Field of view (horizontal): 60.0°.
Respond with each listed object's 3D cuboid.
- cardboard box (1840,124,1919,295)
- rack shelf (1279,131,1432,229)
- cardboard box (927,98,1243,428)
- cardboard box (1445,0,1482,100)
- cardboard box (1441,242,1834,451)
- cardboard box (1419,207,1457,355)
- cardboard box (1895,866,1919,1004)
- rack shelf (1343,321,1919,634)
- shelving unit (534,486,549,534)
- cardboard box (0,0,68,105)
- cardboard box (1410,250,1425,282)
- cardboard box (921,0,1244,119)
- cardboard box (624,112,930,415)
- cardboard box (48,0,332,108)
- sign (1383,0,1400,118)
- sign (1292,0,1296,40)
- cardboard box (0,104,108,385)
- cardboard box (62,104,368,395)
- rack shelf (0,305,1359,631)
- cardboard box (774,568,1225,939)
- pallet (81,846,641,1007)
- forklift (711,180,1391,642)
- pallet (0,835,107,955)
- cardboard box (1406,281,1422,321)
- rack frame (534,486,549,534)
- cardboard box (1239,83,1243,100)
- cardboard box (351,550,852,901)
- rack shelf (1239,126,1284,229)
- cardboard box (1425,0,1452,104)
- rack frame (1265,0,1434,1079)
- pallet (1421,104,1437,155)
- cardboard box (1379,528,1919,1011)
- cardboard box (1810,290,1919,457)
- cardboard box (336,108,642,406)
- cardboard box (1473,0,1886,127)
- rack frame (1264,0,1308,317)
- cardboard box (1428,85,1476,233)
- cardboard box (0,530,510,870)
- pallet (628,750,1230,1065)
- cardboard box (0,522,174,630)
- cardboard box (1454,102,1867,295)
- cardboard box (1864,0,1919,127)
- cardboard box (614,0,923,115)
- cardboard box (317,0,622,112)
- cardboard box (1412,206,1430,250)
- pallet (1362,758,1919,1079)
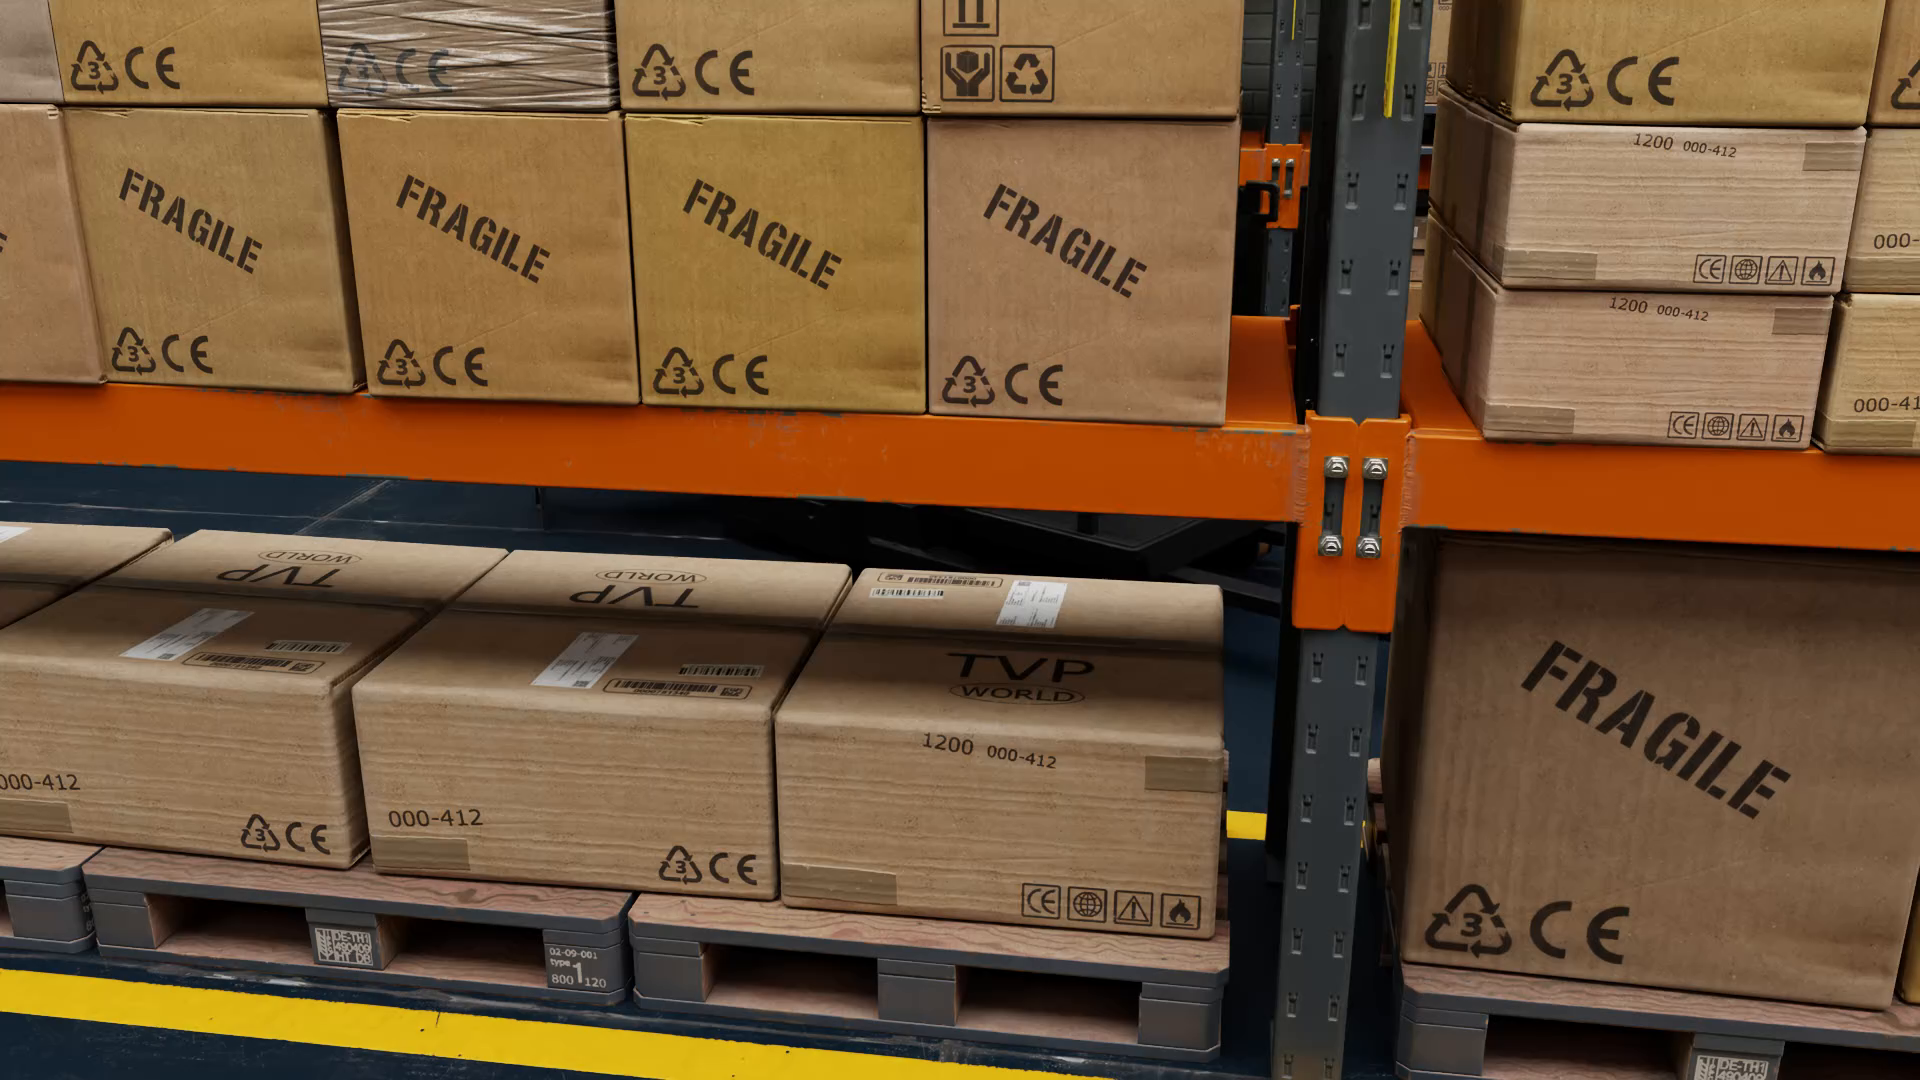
[{"bbox_3d":[1.642,-0.560,2.699,0.500,0.250,0.500,3,19,10],"label":"cardboard box"},{"bbox_3d":[3.491,-1.636,7.598,4.000,0.370,1.077,3,19,9],"label":"rack shelf"},{"bbox_3d":[0.234,-0.513,2.951,0.500,0.500,0.500,3,19,9],"label":"cardboard box"},{"bbox_3d":[1.214,-1.100,3.130,0.500,0.500,0.500,4,19,10],"label":"cardboard box"},{"bbox_3d":[1.125,-0.346,2.847,0.500,0.250,0.500,2,19,7],"label":"cardboard box"},{"bbox_3d":[1.216,-0.508,3.329,0.500,0.250,0.500,2,19,7],"label":"cardboard box"},{"bbox_3d":[2.251,0.335,3.260,0.875,0.875,0.875,3,19,10],"label":"cardboard box"},{"bbox_3d":[2.707,-0.080,2.950,4.000,0.370,1.077,3,19,9],"label":"rack shelf"},{"bbox_3d":[-1.297,-0.831,6.422,0.755,1.500,0.431,-6,19,-17],"label":"shelving unit"},{"bbox_3d":[-1.767,-1.084,3.084,0.500,0.500,0.500,3,19,8],"label":"cardboard box"},{"bbox_3d":[2.114,-1.308,7.739,0.250,0.149,0.380,2,19,7],"label":"cardboard box"},{"bbox_3d":[0.223,-0.981,2.774,0.500,0.500,0.500,3,19,8],"label":"cardboard box"},{"bbox_3d":[-0.275,-0.537,3.023,0.500,0.500,0.500,2,19,7],"label":"cardboard box"},{"bbox_3d":[-1.275,-1.060,3.009,0.500,0.500,0.500,3,19,9],"label":"cardboard box"},{"bbox_3d":[0.646,-0.796,2.467,0.005,0.325,0.100,3,19,9],"label":"sign"},{"bbox_3d":[1.438,-2.318,7.138,0.005,0.325,0.100,3,19,9],"label":"sign"},{"bbox_3d":[-1.785,-0.609,3.238,0.500,0.500,0.500,3,19,8],"label":"cardboard box"},{"bbox_3d":[-1.288,-0.589,3.178,0.500,0.500,0.500,4,19,10],"label":"cardboard box"},{"bbox_3d":[-1.242,-0.282,3.552,4.000,0.370,1.077,3,19,9],"label":"rack shelf"},{"bbox_3d":[0.130,0.428,3.671,0.875,0.438,0.875,3,19,8],"label":"cardboard box"},{"bbox_3d":[-1.214,0.677,3.948,1.213,0.211,1.003,3,19,9],"label":"pallet"},{"bbox_3d":[0.508,-1.245,5.406,3.031,2.935,1.130,15,23,37],"label":"forklift"},{"bbox_3d":[-2.415,0.615,4.134,1.213,0.211,1.003,3,19,9],"label":"pallet"},{"bbox_3d":[1.958,-0.996,7.831,0.500,0.500,0.500,4,19,11],"label":"cardboard box"},{"bbox_3d":[-1.646,-0.795,6.317,0.023,1.500,0.400,-6,19,-17],"label":"rack frame"},{"bbox_3d":[0.311,-0.675,3.436,0.500,0.500,0.500,4,19,10],"label":"cardboard box"},{"bbox_3d":[-0.754,0.384,3.805,0.875,0.438,0.875,2,19,7],"label":"cardboard box"},{"bbox_3d":[-0.458,-1.837,8.200,4.000,0.370,1.077,3,19,9],"label":"rack shelf"},{"bbox_3d":[1.958,-2.230,7.420,0.500,0.500,0.700,3,19,10],"label":"cardboard box"},{"bbox_3d":[0.733,-0.522,3.137,0.127,3.000,1.000,3,19,9],"label":"rack frame"},{"bbox_3d":[2.288,-1.912,7.593,1.213,0.211,1.003,3,19,9],"label":"pallet"},{"bbox_3d":[1.358,0.292,3.389,0.875,0.875,0.875,4,19,10],"label":"cardboard box"},{"bbox_3d":[1.636,-0.321,2.771,0.500,0.250,0.500,2,19,7],"label":"cardboard box"},{"bbox_3d":[-0.773,-0.558,3.085,0.500,0.500,0.500,3,19,8],"label":"cardboard box"},{"bbox_3d":[1.122,-0.932,2.627,0.500,0.500,0.500,3,19,9],"label":"cardboard box"},{"bbox_3d":[1.516,-2.077,7.785,0.127,3.000,1.000,3,19,9],"label":"rack frame"},{"bbox_3d":[1.207,-0.742,3.242,0.500,0.250,0.500,3,19,9],"label":"cardboard box"},{"bbox_3d":[-1.644,0.338,3.943,0.875,0.438,0.875,3,19,10],"label":"cardboard box"},{"bbox_3d":[-0.006,0.737,3.767,1.213,0.211,1.003,3,19,9],"label":"pallet"},{"bbox_3d":[-2.549,0.294,4.073,0.875,0.438,0.875,2,19,7],"label":"cardboard box"},{"bbox_3d":[1.122,-0.578,2.751,0.500,0.250,0.500,2,19,7],"label":"cardboard box"},{"bbox_3d":[1.628,-0.915,2.576,0.500,0.500,0.500,3,19,8],"label":"cardboard box"},{"bbox_3d":[-0.277,-1.009,2.858,0.500,0.500,0.500,3,19,8],"label":"cardboard box"},{"bbox_3d":[-0.781,-1.032,2.926,0.500,0.500,0.500,3,19,9],"label":"cardboard box"},{"bbox_3d":[2.092,-1.440,7.667,0.250,0.149,0.380,2,19,6],"label":"cardboard box"},{"bbox_3d":[1.506,0.815,3.534,1.213,0.211,1.003,3,19,9],"label":"pallet"}]
